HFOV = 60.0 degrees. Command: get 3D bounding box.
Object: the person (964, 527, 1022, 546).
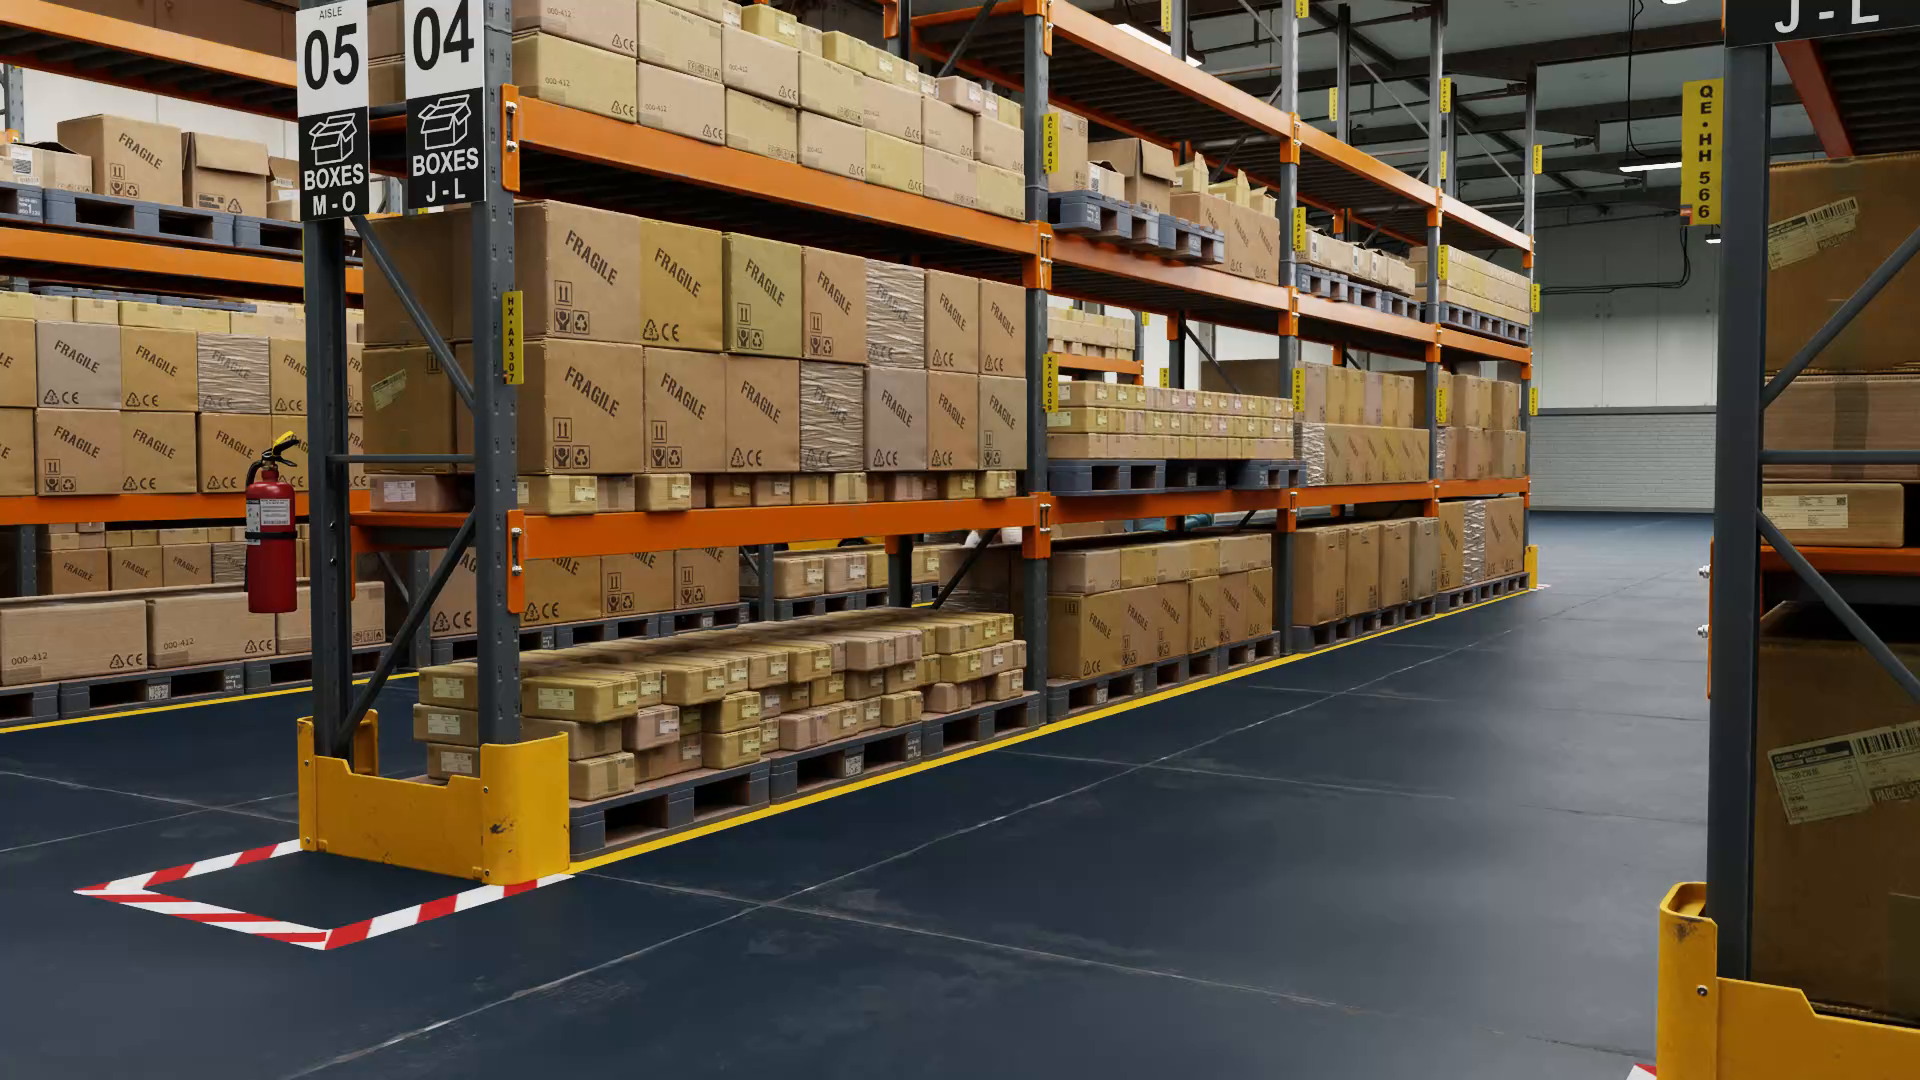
[{"bbox_3d":[0.324,0.338,12.947,0.615,1.101,0.876,2,3,31],"label":"person"}]
